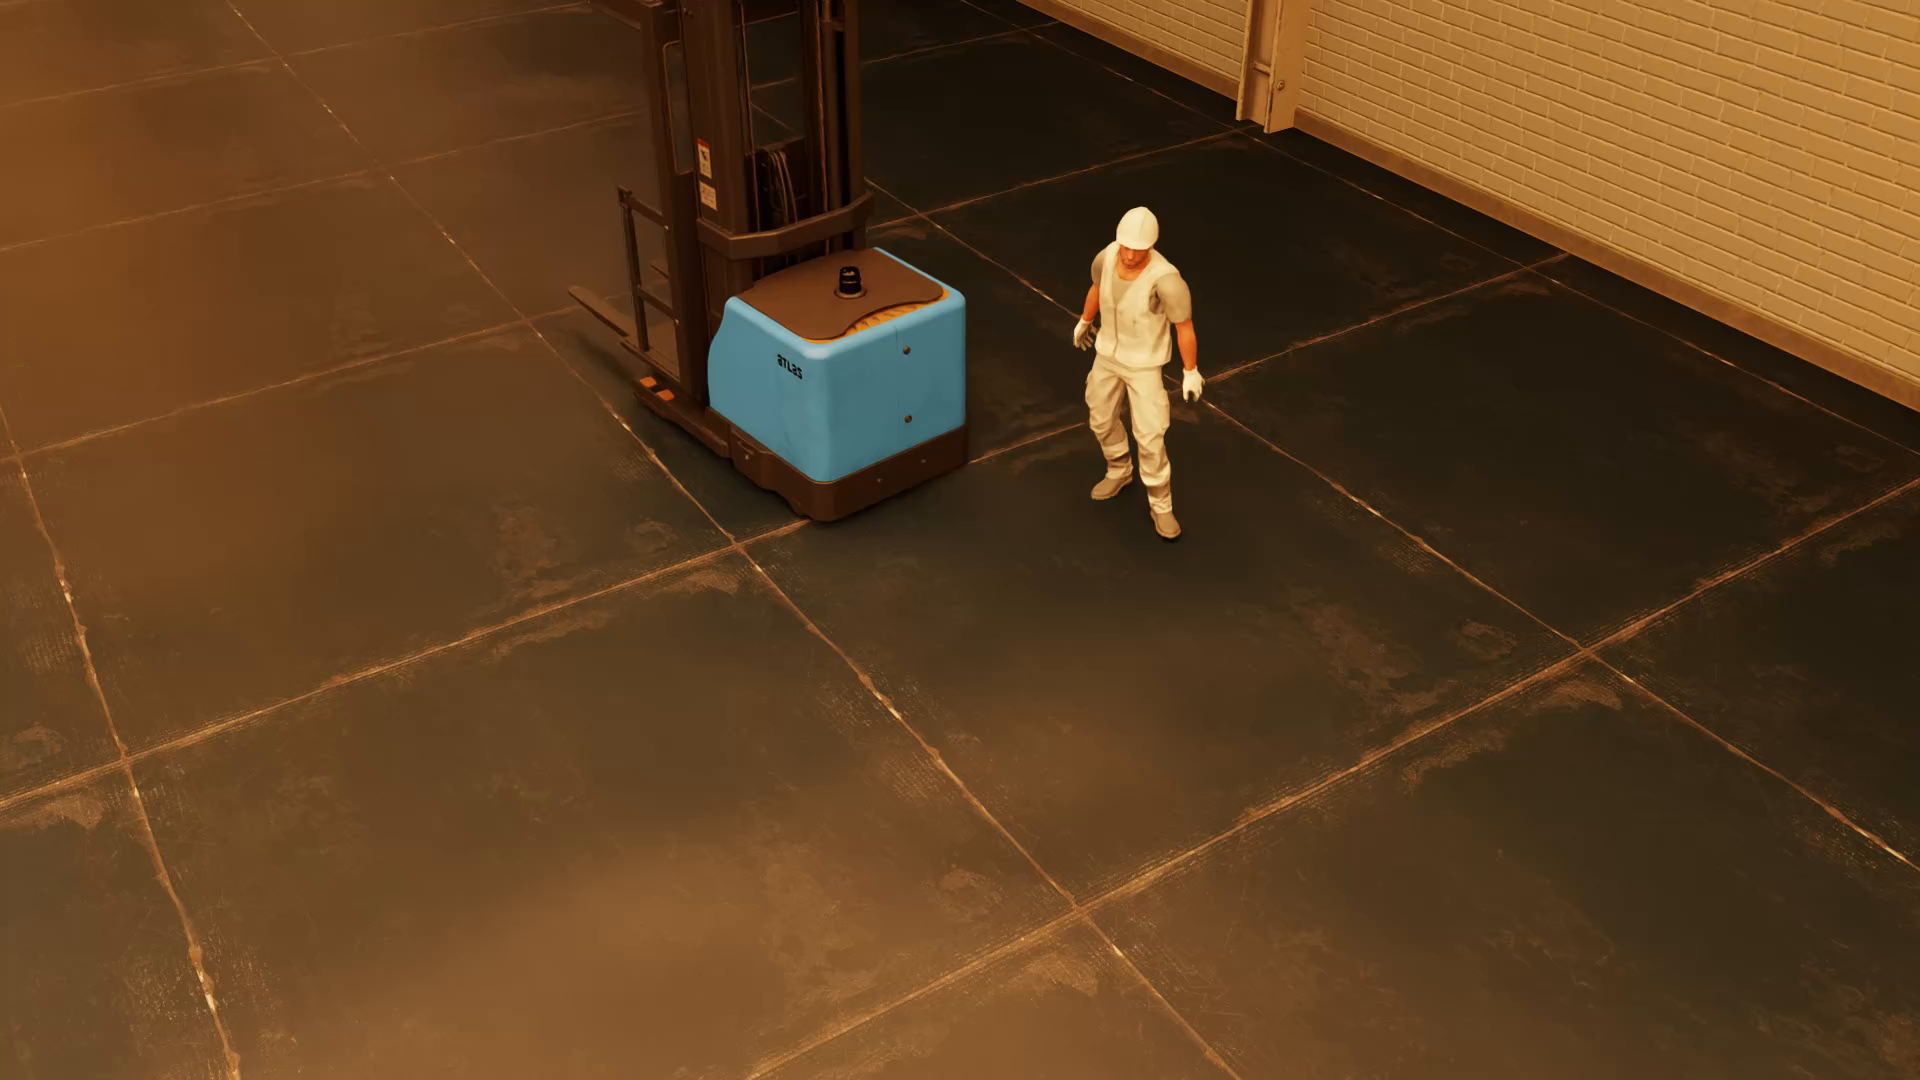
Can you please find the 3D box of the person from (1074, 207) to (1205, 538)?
[{"bbox_3d":[0.871,-0.907,8.486,0.880,1.749,0.454,29,44,34],"label":"person"}]

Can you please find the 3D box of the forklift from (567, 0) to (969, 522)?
[{"bbox_3d":[-1.279,-2.073,9.097,1.130,2.935,3.031,-26,42,-32],"label":"forklift"}]
